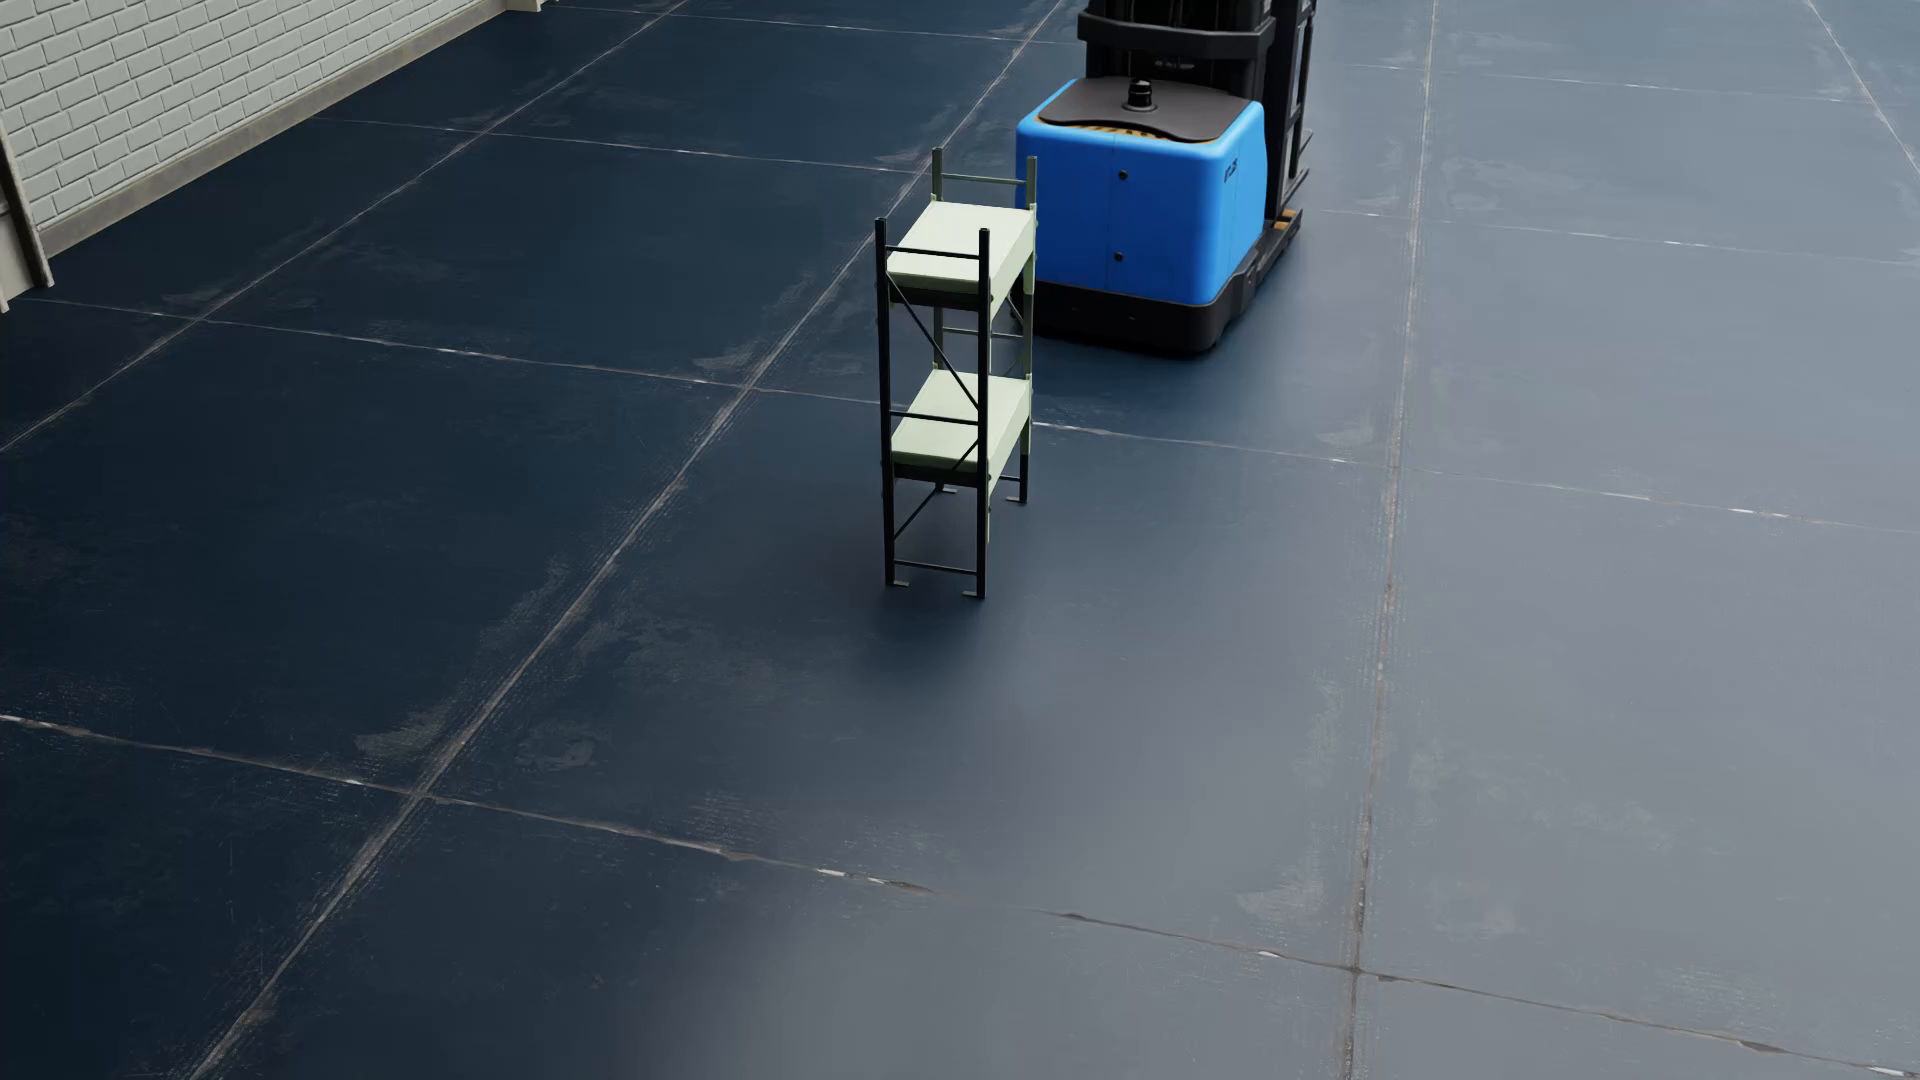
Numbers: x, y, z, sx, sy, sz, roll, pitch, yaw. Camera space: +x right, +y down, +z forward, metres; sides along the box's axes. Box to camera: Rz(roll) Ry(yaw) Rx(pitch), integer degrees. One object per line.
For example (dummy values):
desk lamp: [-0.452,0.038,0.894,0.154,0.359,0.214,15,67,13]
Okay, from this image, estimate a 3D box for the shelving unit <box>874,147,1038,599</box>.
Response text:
shelving unit: [-0.002,-0.629,6.342,0.431,1.500,0.755,8,33,12]

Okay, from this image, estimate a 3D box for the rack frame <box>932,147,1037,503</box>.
rack frame: [0.091,-0.819,6.641,0.400,1.500,0.023,8,33,12]

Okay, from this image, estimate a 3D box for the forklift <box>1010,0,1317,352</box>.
forklift: [1.293,-2.927,8.622,1.130,2.935,3.031,13,35,19]

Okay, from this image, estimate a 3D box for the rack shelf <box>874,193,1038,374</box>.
rack shelf: [-0.002,-0.959,6.133,0.431,0.370,0.720,8,33,12]

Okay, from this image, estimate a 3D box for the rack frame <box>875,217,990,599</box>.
rack frame: [-0.095,-0.440,6.043,0.400,1.500,0.023,8,33,12]

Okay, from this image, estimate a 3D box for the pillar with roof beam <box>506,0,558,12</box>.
pillar with roof beam: [0.640,-7.618,10.346,9.100,9.000,0.400,8,33,12]

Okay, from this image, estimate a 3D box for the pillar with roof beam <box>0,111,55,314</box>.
pillar with roof beam: [-0.882,-4.505,5.448,9.100,9.000,0.400,8,33,12]

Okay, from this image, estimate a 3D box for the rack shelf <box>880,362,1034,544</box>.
rack shelf: [-0.002,-0.354,6.517,0.431,0.370,0.720,8,33,12]
